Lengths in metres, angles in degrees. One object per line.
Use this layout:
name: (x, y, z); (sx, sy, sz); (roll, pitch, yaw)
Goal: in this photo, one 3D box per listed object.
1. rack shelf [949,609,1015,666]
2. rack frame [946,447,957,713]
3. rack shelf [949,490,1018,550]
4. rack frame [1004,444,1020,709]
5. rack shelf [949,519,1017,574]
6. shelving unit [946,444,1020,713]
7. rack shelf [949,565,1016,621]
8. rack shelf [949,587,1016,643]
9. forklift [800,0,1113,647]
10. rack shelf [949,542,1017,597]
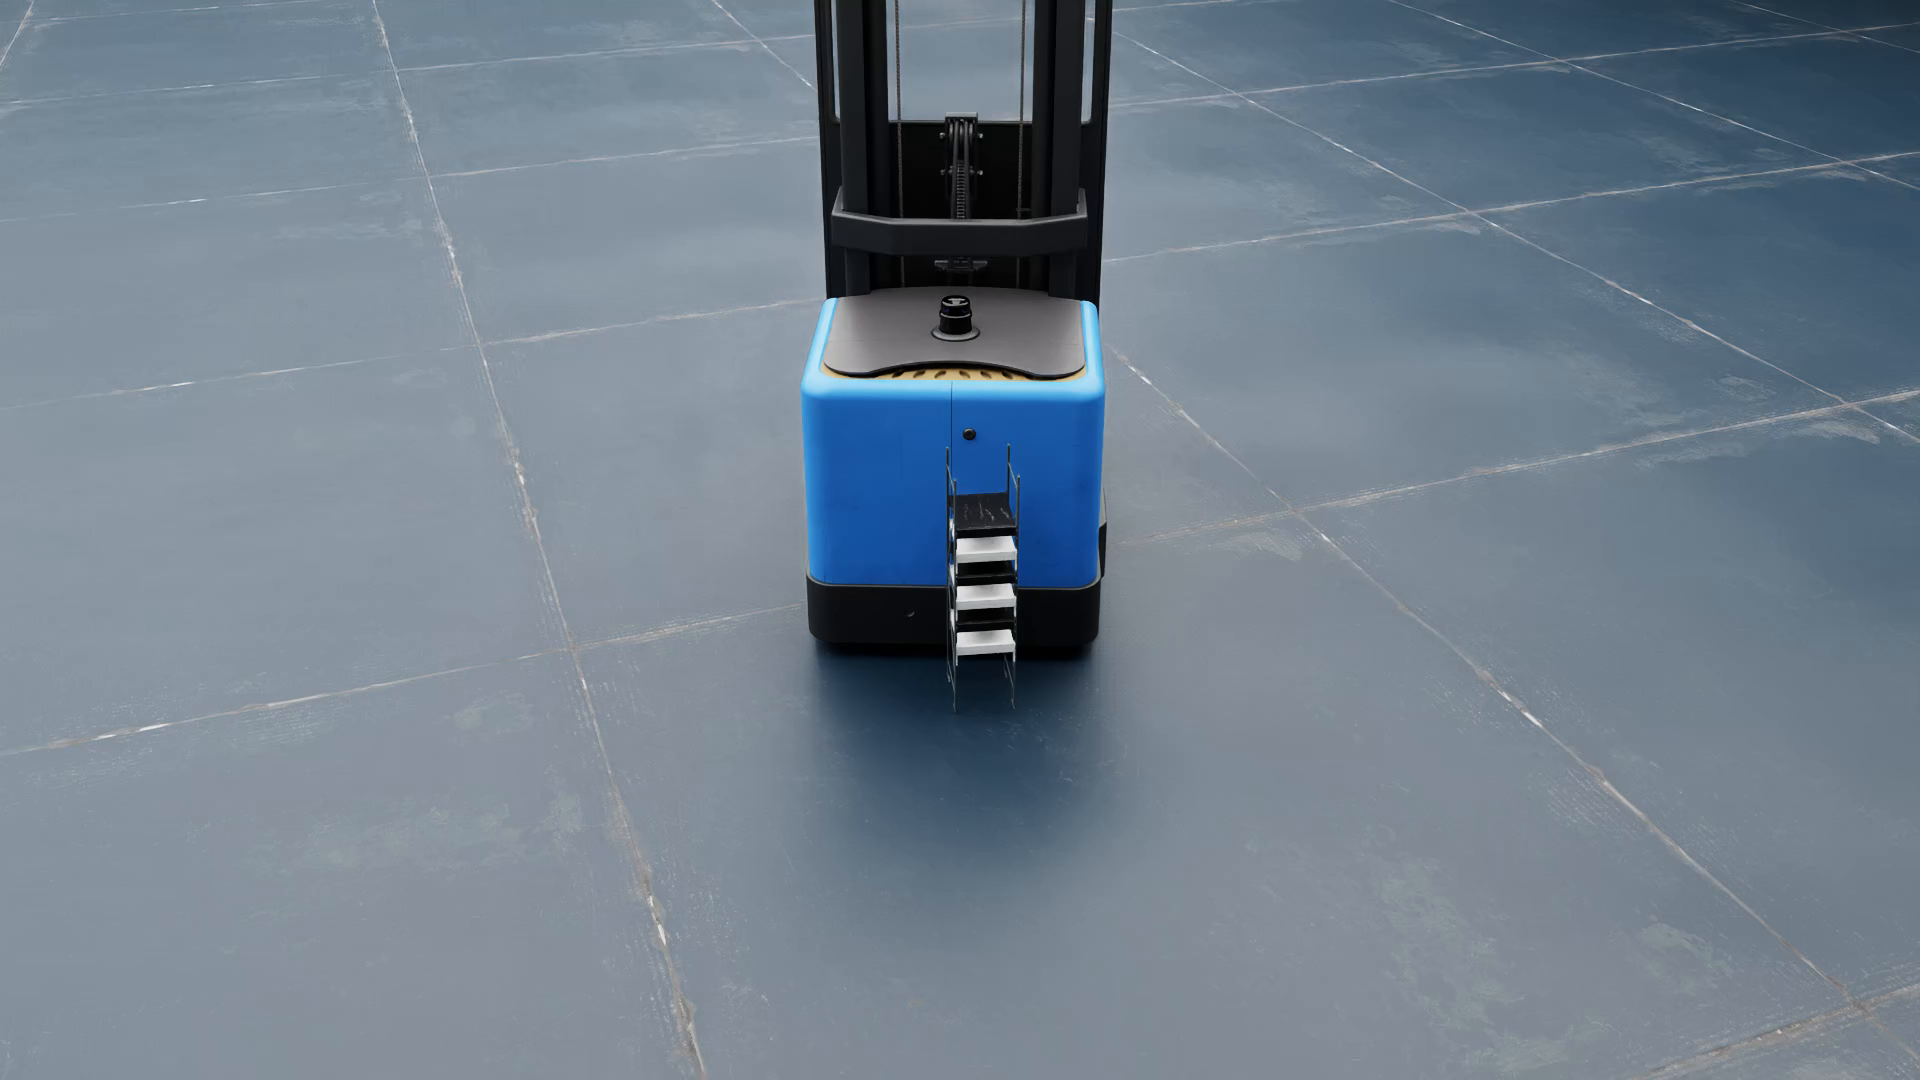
rack shelf: (0.072, 0.324, 5.704); (0.200, 0.077, 0.258); (-3, 30, -6)
rack frame: (-0.029, 0.144, 5.588); (0.006, 0.900, 0.240); (-3, 30, -6)
rack shelf: (0.072, -0.067, 5.481); (0.200, 0.077, 0.258); (-3, 30, -6)
rack frame: (0.173, 0.133, 5.608); (0.006, 0.900, 0.240); (-3, 30, -6)
rack shelf: (0.072, 0.011, 5.525); (0.200, 0.077, 0.258); (-3, 30, -6)
shelving unit: (0.072, 0.138, 5.598); (0.210, 0.900, 0.258); (-3, 30, -6)
rack shelf: (0.072, 0.167, 5.614); (0.200, 0.077, 0.258); (-3, 30, -6)
rack shelf: (0.072, 0.246, 5.659); (0.200, 0.077, 0.258); (-3, 30, -6)
forklift: (0.020, -1.585, 6.571); (1.130, 2.935, 3.031); (1, 30, 2)
rack shelf: (0.072, 0.089, 5.570); (0.200, 0.077, 0.258); (-3, 30, -6)
